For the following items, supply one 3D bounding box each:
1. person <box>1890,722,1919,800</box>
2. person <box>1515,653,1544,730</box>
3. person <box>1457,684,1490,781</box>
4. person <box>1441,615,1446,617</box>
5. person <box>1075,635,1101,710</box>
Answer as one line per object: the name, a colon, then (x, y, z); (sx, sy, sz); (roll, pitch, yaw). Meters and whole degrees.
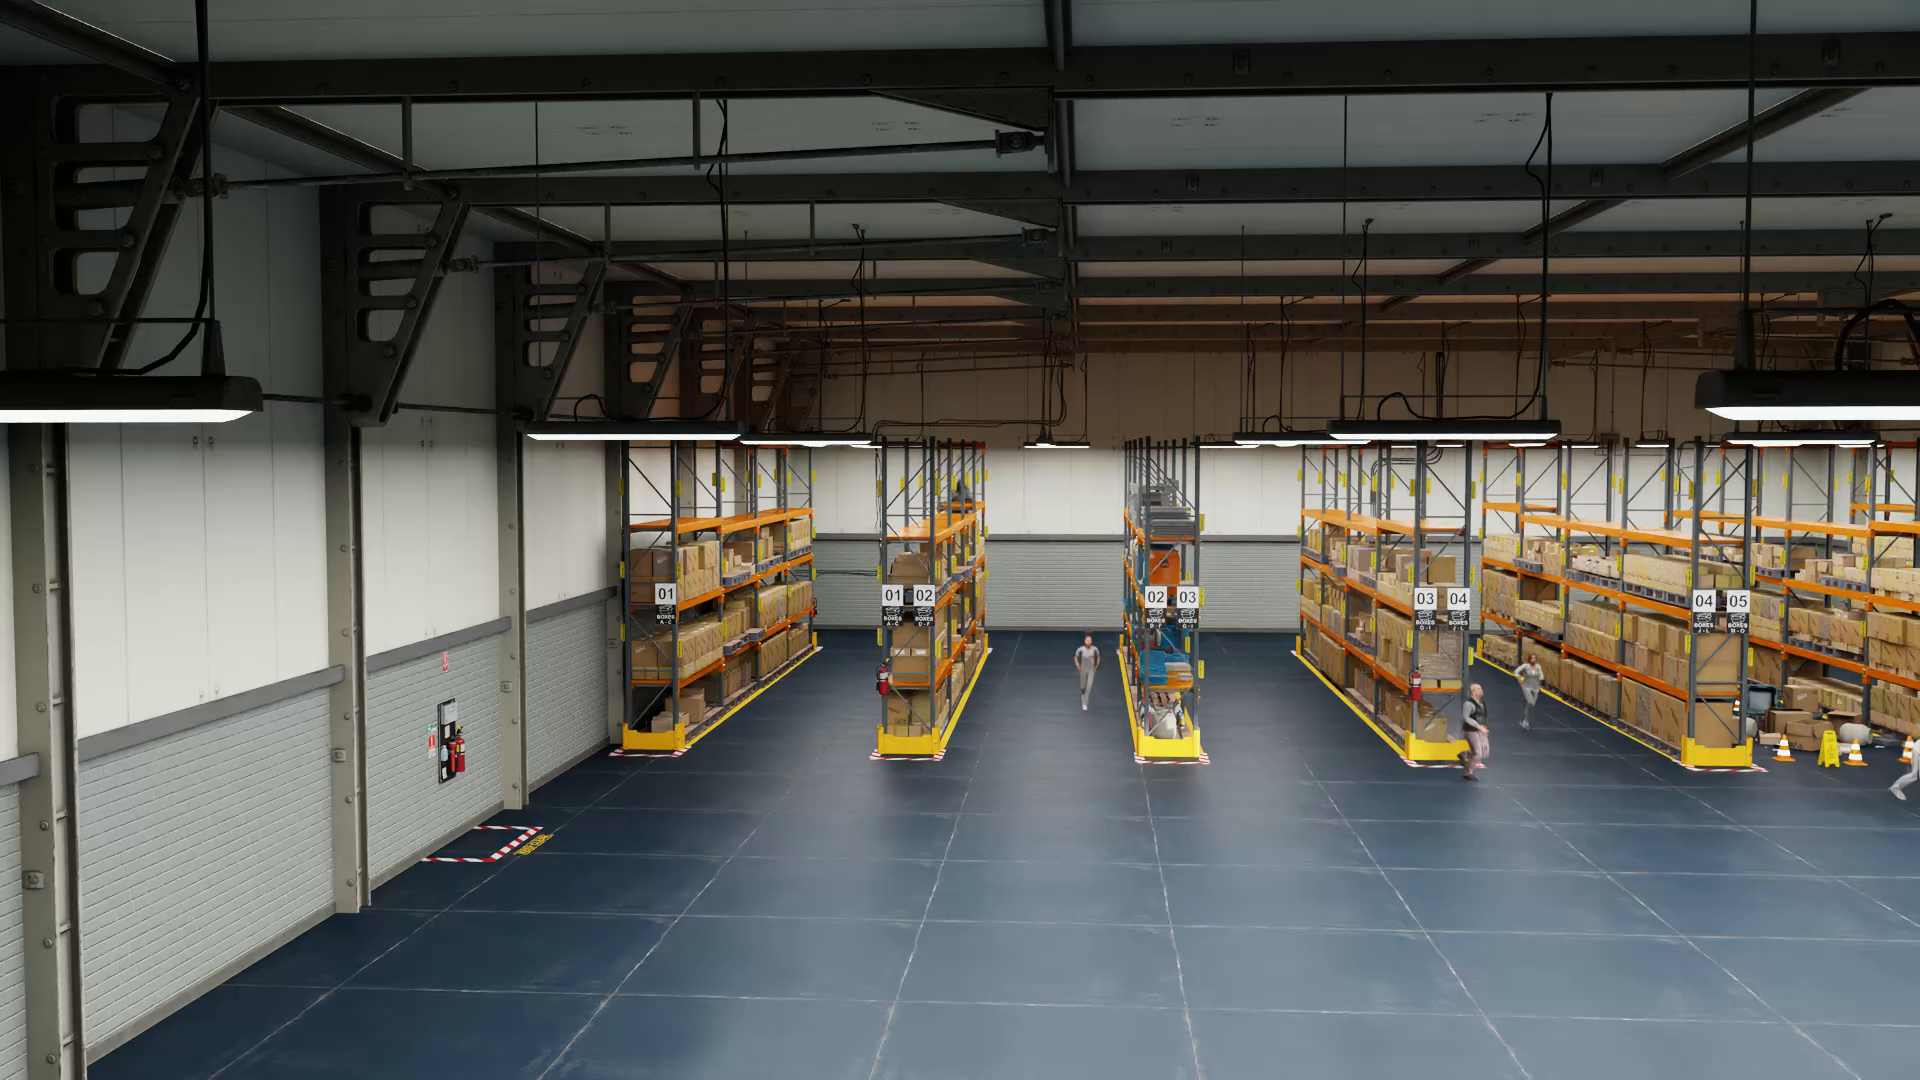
person: (15.470, 3.482, 26.775); (0.629, 1.723, 0.894); (-2, 4, -38)
person: (11.714, 3.111, 34.152); (0.523, 1.561, 0.702); (0, 3, -6)
person: (8.966, 3.342, 28.982); (0.643, 1.692, 0.688); (3, 4, 44)
person: (13.400, 2.410, 44.948); (0.702, 1.751, 0.990); (0, 3, 3)
person: (2.849, 2.932, 37.112); (0.585, 1.638, 0.670); (0, 3, 0)
